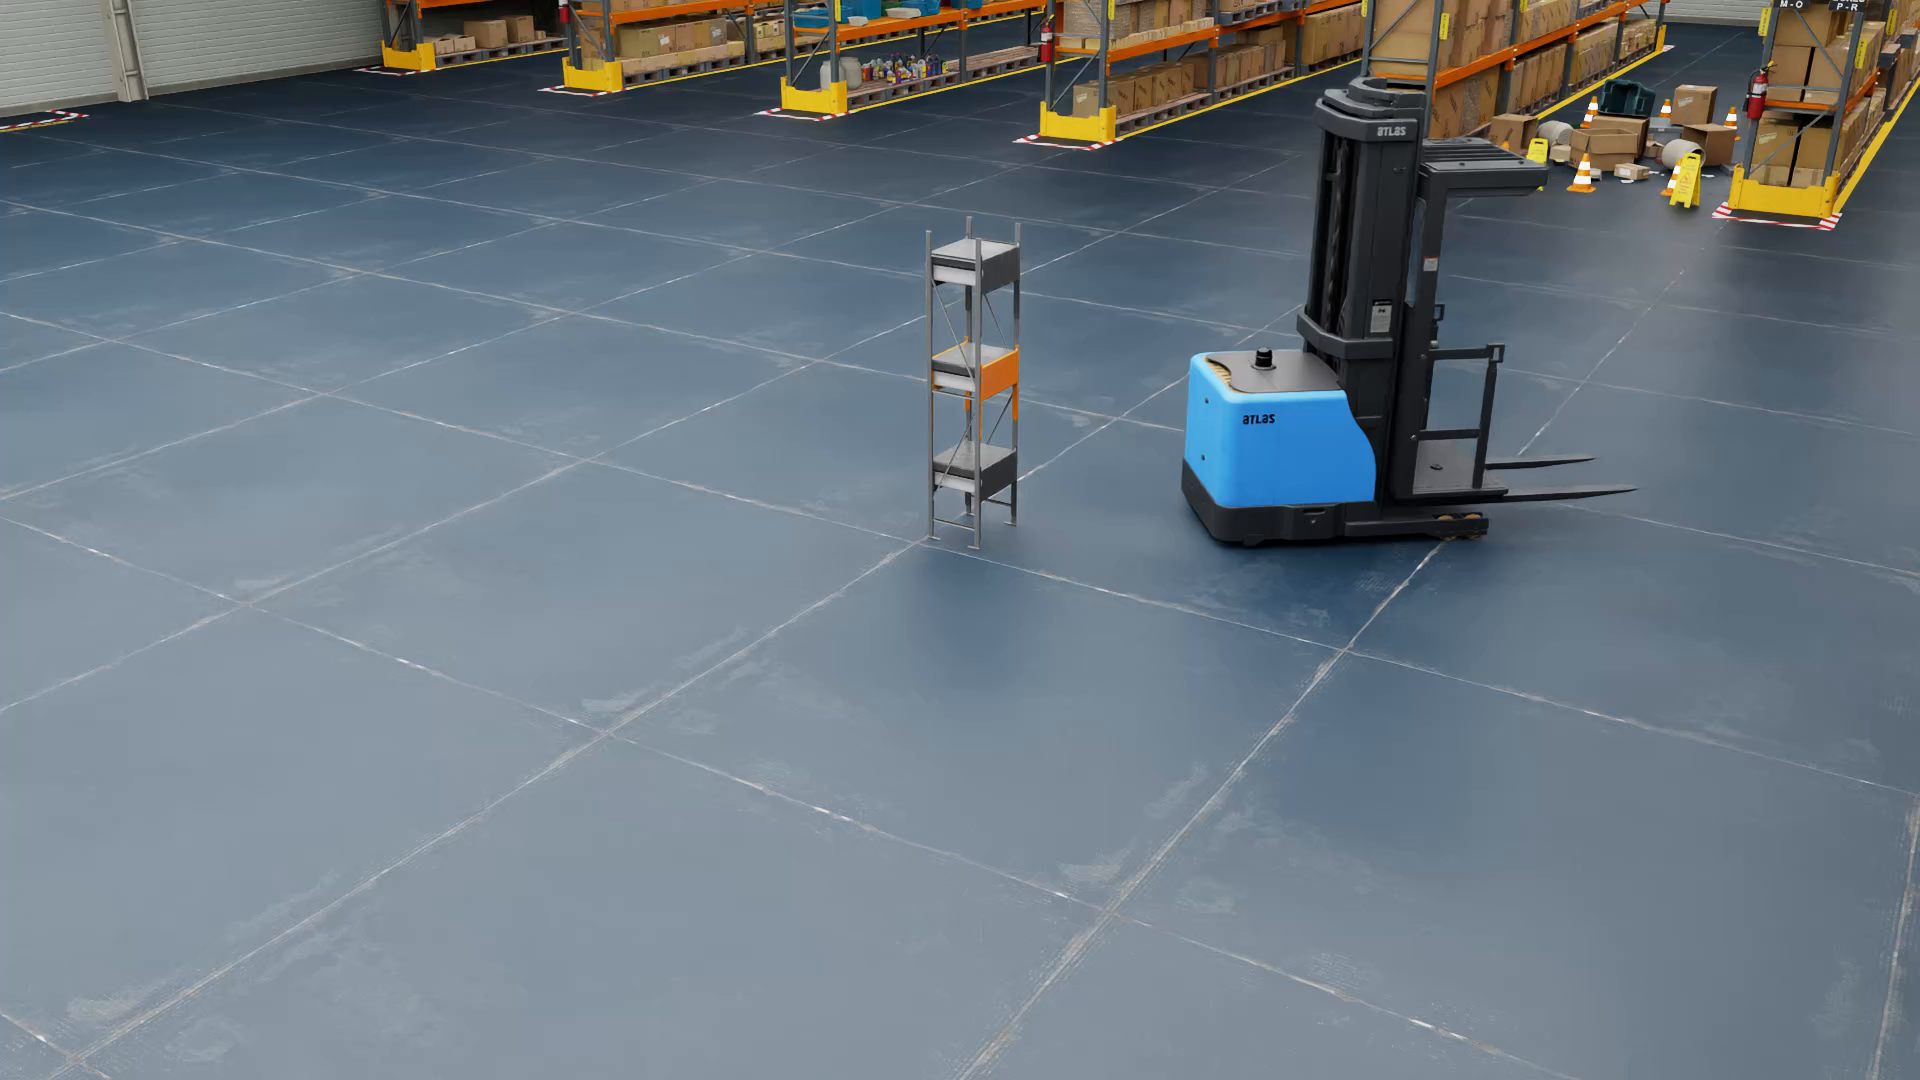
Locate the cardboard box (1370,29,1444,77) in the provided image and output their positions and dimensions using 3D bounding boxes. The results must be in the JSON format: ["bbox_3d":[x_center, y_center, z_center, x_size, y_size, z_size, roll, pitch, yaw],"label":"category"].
[{"bbox_3d":[6.078,-6.667,22.687,0.875,0.550,0.550,14,27,29],"label":"cardboard box"}]

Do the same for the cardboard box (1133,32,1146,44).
[{"bbox_3d":[2.658,-7.802,25.812,0.380,0.149,0.250,14,27,29],"label":"cardboard box"}]

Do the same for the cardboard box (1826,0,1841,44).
[{"bbox_3d":[10.537,-6.489,20.705,0.700,0.500,0.500,14,27,29],"label":"cardboard box"}]

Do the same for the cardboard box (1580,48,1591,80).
[{"bbox_3d":[10.993,-8.565,29.878,0.500,0.500,0.500,14,27,30],"label":"cardboard box"}]

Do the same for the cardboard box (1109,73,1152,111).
[{"bbox_3d":[2.736,-7.206,26.739,0.500,0.500,0.500,17,29,34],"label":"cardboard box"}]

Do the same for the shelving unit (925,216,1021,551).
[{"bbox_3d":[0.087,-1.019,10.962,0.431,2.100,0.503,14,27,29],"label":"shelving unit"}]

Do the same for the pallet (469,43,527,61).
[{"bbox_3d":[-9.721,-10.074,34.256,1.003,0.211,1.213,14,27,29],"label":"pallet"}]

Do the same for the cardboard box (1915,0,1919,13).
[{"bbox_3d":[15.702,-8.949,27.705,0.500,0.250,0.500,14,27,30],"label":"cardboard box"}]

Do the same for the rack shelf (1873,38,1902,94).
[{"bbox_3d":[13.344,-7.156,24.909,1.077,0.370,4.000,14,27,29],"label":"rack shelf"}]

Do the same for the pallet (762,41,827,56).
[{"bbox_3d":[-3.546,-10.355,34.905,1.003,0.211,1.213,14,27,29],"label":"pallet"}]

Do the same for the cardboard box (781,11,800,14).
[{"bbox_3d":[-3.501,-11.037,35.196,0.500,0.311,0.500,13,27,28],"label":"cardboard box"}]

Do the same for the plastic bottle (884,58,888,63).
[{"bbox_3d":[-1.338,-8.585,30.170,0.061,0.283,0.133,15,28,31],"label":"plastic bottle"}]

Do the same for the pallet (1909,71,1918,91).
[{"bbox_3d":[16.977,-8.471,30.553,1.003,0.211,1.213,14,27,29],"label":"pallet"}]

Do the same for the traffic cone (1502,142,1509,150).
[{"bbox_3d":[7.407,-5.181,22.636,0.336,0.463,0.334,14,27,29],"label":"traffic cone"}]

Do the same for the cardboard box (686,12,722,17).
[{"bbox_3d":[-5.055,-10.149,32.906,0.500,0.500,0.500,14,27,29],"label":"cardboard box"}]

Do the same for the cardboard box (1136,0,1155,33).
[{"bbox_3d":[2.536,-8.253,26.039,0.875,0.500,0.500,14,27,29],"label":"cardboard box"}]

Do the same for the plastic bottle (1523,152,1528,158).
[{"bbox_3d":[8.290,-5.559,24.015,0.283,0.061,0.133,5,24,11],"label":"plastic bottle"}]

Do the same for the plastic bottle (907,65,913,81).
[{"bbox_3d":[-0.886,-8.290,29.504,0.097,0.271,0.097,0,23,0],"label":"plastic bottle"}]

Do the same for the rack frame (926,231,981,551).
[{"bbox_3d":[-0.041,-0.937,10.772,0.400,2.100,0.015,14,27,29],"label":"rack frame"}]

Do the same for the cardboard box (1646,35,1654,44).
[{"bbox_3d":[14.210,-10.419,34.602,0.380,0.149,0.250,15,27,31],"label":"cardboard box"}]

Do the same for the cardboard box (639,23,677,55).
[{"bbox_3d":[-5.667,-9.365,31.095,0.500,0.500,0.500,14,27,29],"label":"cardboard box"}]

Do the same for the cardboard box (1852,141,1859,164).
[{"bbox_3d":[11.933,-5.304,22.659,0.500,0.250,0.500,13,27,28],"label":"cardboard box"}]

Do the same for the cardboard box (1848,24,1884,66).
[{"bbox_3d":[12.000,-6.616,22.256,0.500,0.500,0.500,15,28,31],"label":"cardboard box"}]

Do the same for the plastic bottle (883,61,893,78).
[{"bbox_3d":[-1.301,-8.462,29.896,0.152,0.276,0.135,14,27,29],"label":"plastic bottle"}]

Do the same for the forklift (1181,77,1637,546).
[{"bbox_3d":[3.139,-1.547,11.135,3.031,2.935,1.130,-3,24,-7],"label":"forklift"}]

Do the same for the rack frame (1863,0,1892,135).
[{"bbox_3d":[12.289,-6.811,23.207,1.000,3.000,0.127,14,27,29],"label":"rack frame"}]

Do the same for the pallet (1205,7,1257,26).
[{"bbox_3d":[4.397,-9.027,28.568,1.003,0.211,1.213,14,27,29],"label":"pallet"}]

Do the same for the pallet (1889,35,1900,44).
[{"bbox_3d":[13.390,-7.396,24.800,1.003,0.211,1.213,14,27,29],"label":"pallet"}]

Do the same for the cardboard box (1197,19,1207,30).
[{"bbox_3d":[3.866,-8.556,27.554,0.380,0.149,0.250,14,27,29],"label":"cardboard box"}]

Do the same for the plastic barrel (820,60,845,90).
[{"bbox_3d":[-2.166,-7.864,28.244,0.421,0.512,0.421,0,23,0],"label":"plastic barrel"}]

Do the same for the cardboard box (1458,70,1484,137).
[{"bbox_3d":[7.167,-6.529,24.702,0.875,0.875,0.875,14,27,29],"label":"cardboard box"}]

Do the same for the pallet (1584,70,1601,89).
[{"bbox_3d":[11.198,-8.558,30.753,1.003,0.211,1.213,14,27,29],"label":"pallet"}]

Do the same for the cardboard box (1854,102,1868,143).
[{"bbox_3d":[11.938,-5.658,22.532,0.500,0.500,0.500,14,27,30],"label":"cardboard box"}]

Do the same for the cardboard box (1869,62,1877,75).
[{"bbox_3d":[12.253,-6.437,22.661,0.380,0.149,0.250,15,27,30],"label":"cardboard box"}]

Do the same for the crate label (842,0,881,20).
[{"bbox_3d":[-1.707,-9.269,28.842,0.502,0.435,0.616,14,27,29],"label":"crate label"}]

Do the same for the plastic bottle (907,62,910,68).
[{"bbox_3d":[-0.884,-8.397,29.737,0.061,0.283,0.133,14,27,29],"label":"plastic bottle"}]

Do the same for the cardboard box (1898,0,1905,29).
[{"bbox_3d":[13.578,-7.793,24.446,0.500,0.500,0.500,13,26,27],"label":"cardboard box"}]

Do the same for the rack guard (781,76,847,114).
[{"bbox_3d":[-2.448,-7.464,27.862,1.175,0.500,0.348,14,27,29],"label":"rack guard"}]

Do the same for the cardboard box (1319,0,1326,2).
[{"bbox_3d":[6.738,-10.565,31.753,0.500,0.500,0.500,13,27,28],"label":"cardboard box"}]

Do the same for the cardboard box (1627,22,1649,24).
[{"bbox_3d":[13.896,-10.529,34.106,0.380,0.149,0.250,13,26,27],"label":"cardboard box"}]

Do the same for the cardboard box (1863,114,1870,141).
[{"bbox_3d":[12.564,-5.975,24.055,0.950,0.372,0.625,14,27,30],"label":"cardboard box"}]

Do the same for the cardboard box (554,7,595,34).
[{"bbox_3d":[-8.380,-11.308,36.188,0.700,0.500,0.500,15,28,31],"label":"cardboard box"}]

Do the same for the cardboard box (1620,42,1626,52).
[{"bbox_3d":[12.714,-9.590,32.313,0.380,0.149,0.250,15,28,31],"label":"cardboard box"}]

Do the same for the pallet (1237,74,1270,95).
[{"bbox_3d":[4.922,-8.284,30.121,1.003,0.211,1.213,14,27,29],"label":"pallet"}]

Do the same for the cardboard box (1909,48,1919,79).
[{"bbox_3d":[16.931,-8.717,30.307,0.875,0.438,0.875,13,27,28],"label":"cardboard box"}]

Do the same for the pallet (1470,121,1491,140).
[{"bbox_3d":[7.563,-6.294,25.523,1.003,0.211,1.213,14,27,29],"label":"pallet"}]

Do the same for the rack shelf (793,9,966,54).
[{"bbox_3d":[-1.393,-8.920,28.985,1.077,0.370,4.000,14,27,29],"label":"rack shelf"}]

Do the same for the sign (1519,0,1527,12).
[{"bbox_3d":[8.503,-8.132,25.069,0.100,0.325,0.005,14,27,29],"label":"sign"}]

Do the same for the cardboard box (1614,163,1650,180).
[{"bbox_3d":[9.154,-5.018,22.654,0.250,0.149,0.380,-12,26,-26],"label":"cardboard box"}]

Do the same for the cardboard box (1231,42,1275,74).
[{"bbox_3d":[5.362,-8.872,30.561,0.700,0.500,0.500,11,26,25],"label":"cardboard box"}]

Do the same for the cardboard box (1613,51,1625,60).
[{"bbox_3d":[12.715,-9.454,32.373,0.380,0.149,0.250,13,26,27],"label":"cardboard box"}]

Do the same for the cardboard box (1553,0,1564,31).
[{"bbox_3d":[9.603,-8.665,27.364,0.500,0.500,0.500,13,27,28],"label":"cardboard box"}]

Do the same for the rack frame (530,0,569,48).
[{"bbox_3d":[-8.754,-12.002,35.197,1.000,3.000,0.127,14,27,29],"label":"rack frame"}]
